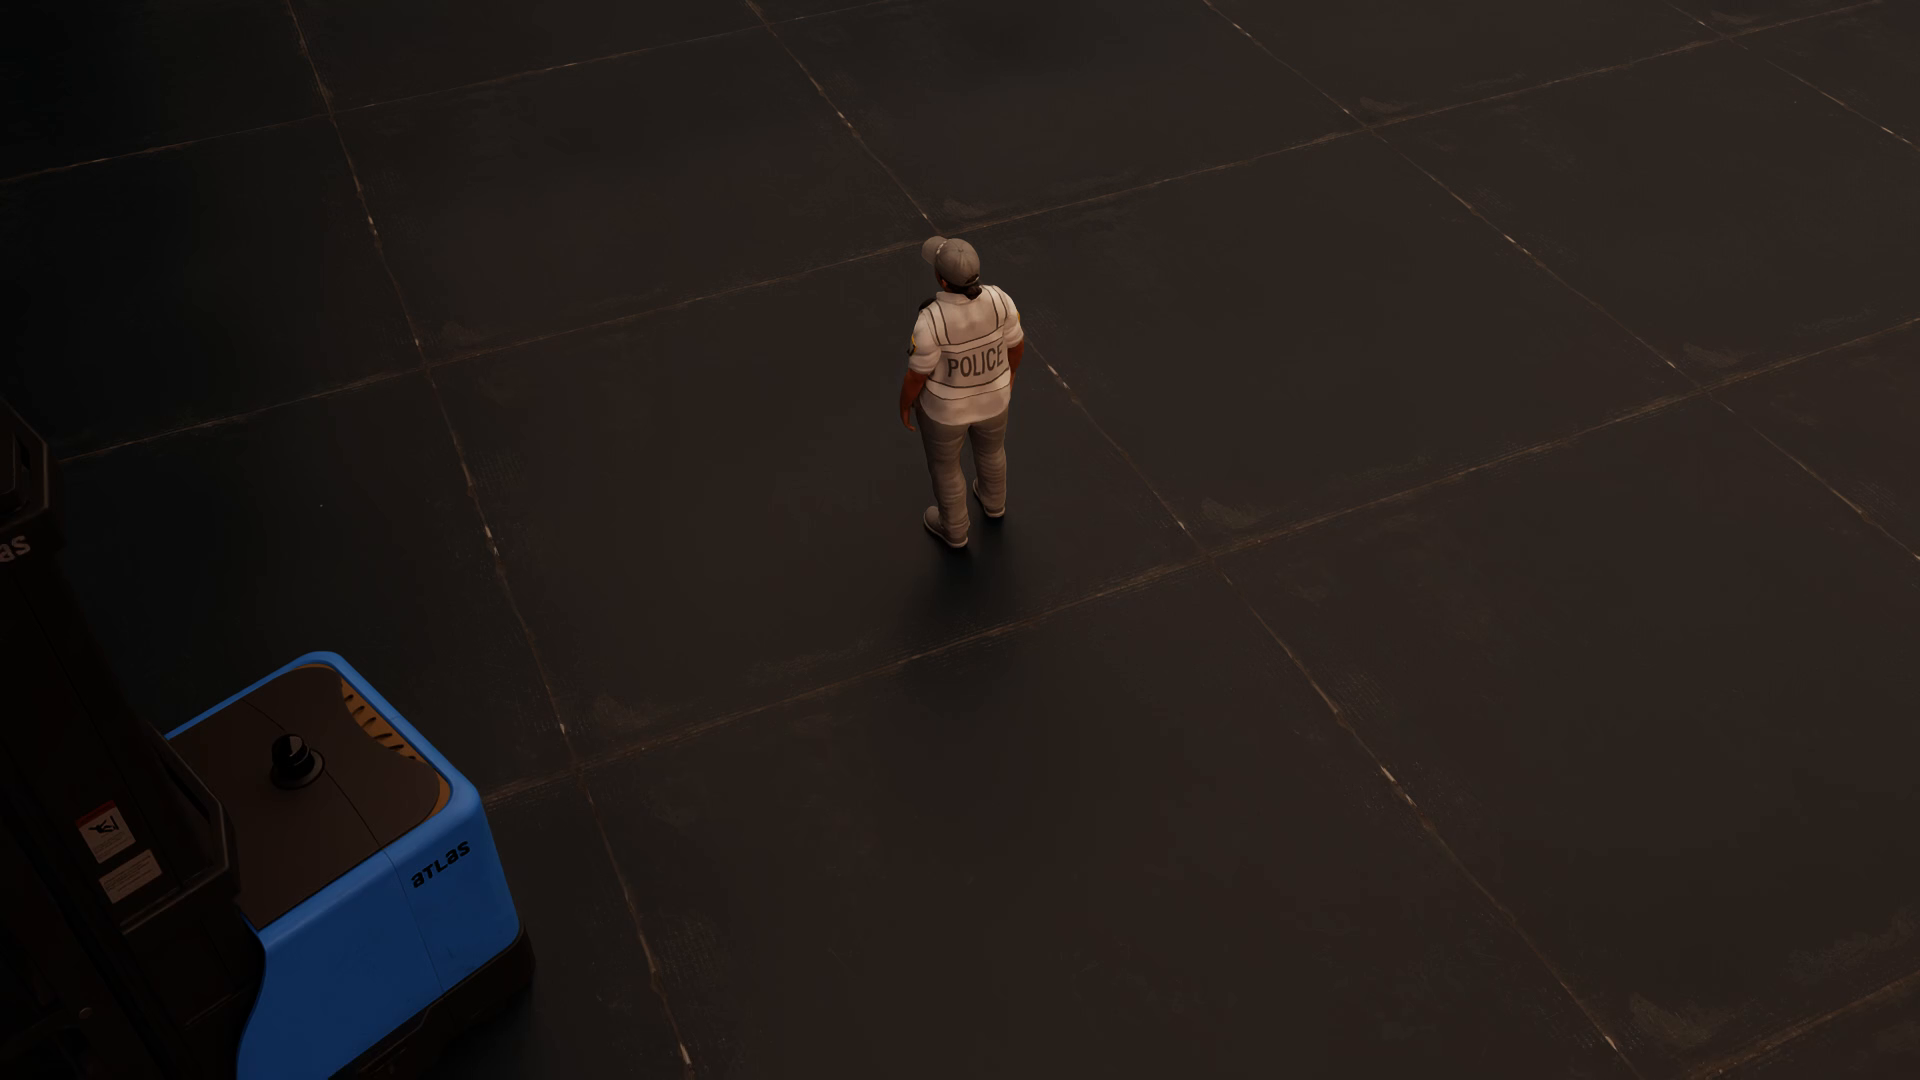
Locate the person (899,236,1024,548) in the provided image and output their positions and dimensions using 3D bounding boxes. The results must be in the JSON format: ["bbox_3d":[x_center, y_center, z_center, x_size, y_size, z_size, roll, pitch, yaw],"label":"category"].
[{"bbox_3d":[-0.012,-0.665,7.316,0.599,1.659,0.529,-18,46,-18],"label":"person"}]

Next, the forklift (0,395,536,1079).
[{"bbox_3d":[-2.937,1.026,4.580,1.130,2.935,3.031,34,53,31],"label":"forklift"}]
